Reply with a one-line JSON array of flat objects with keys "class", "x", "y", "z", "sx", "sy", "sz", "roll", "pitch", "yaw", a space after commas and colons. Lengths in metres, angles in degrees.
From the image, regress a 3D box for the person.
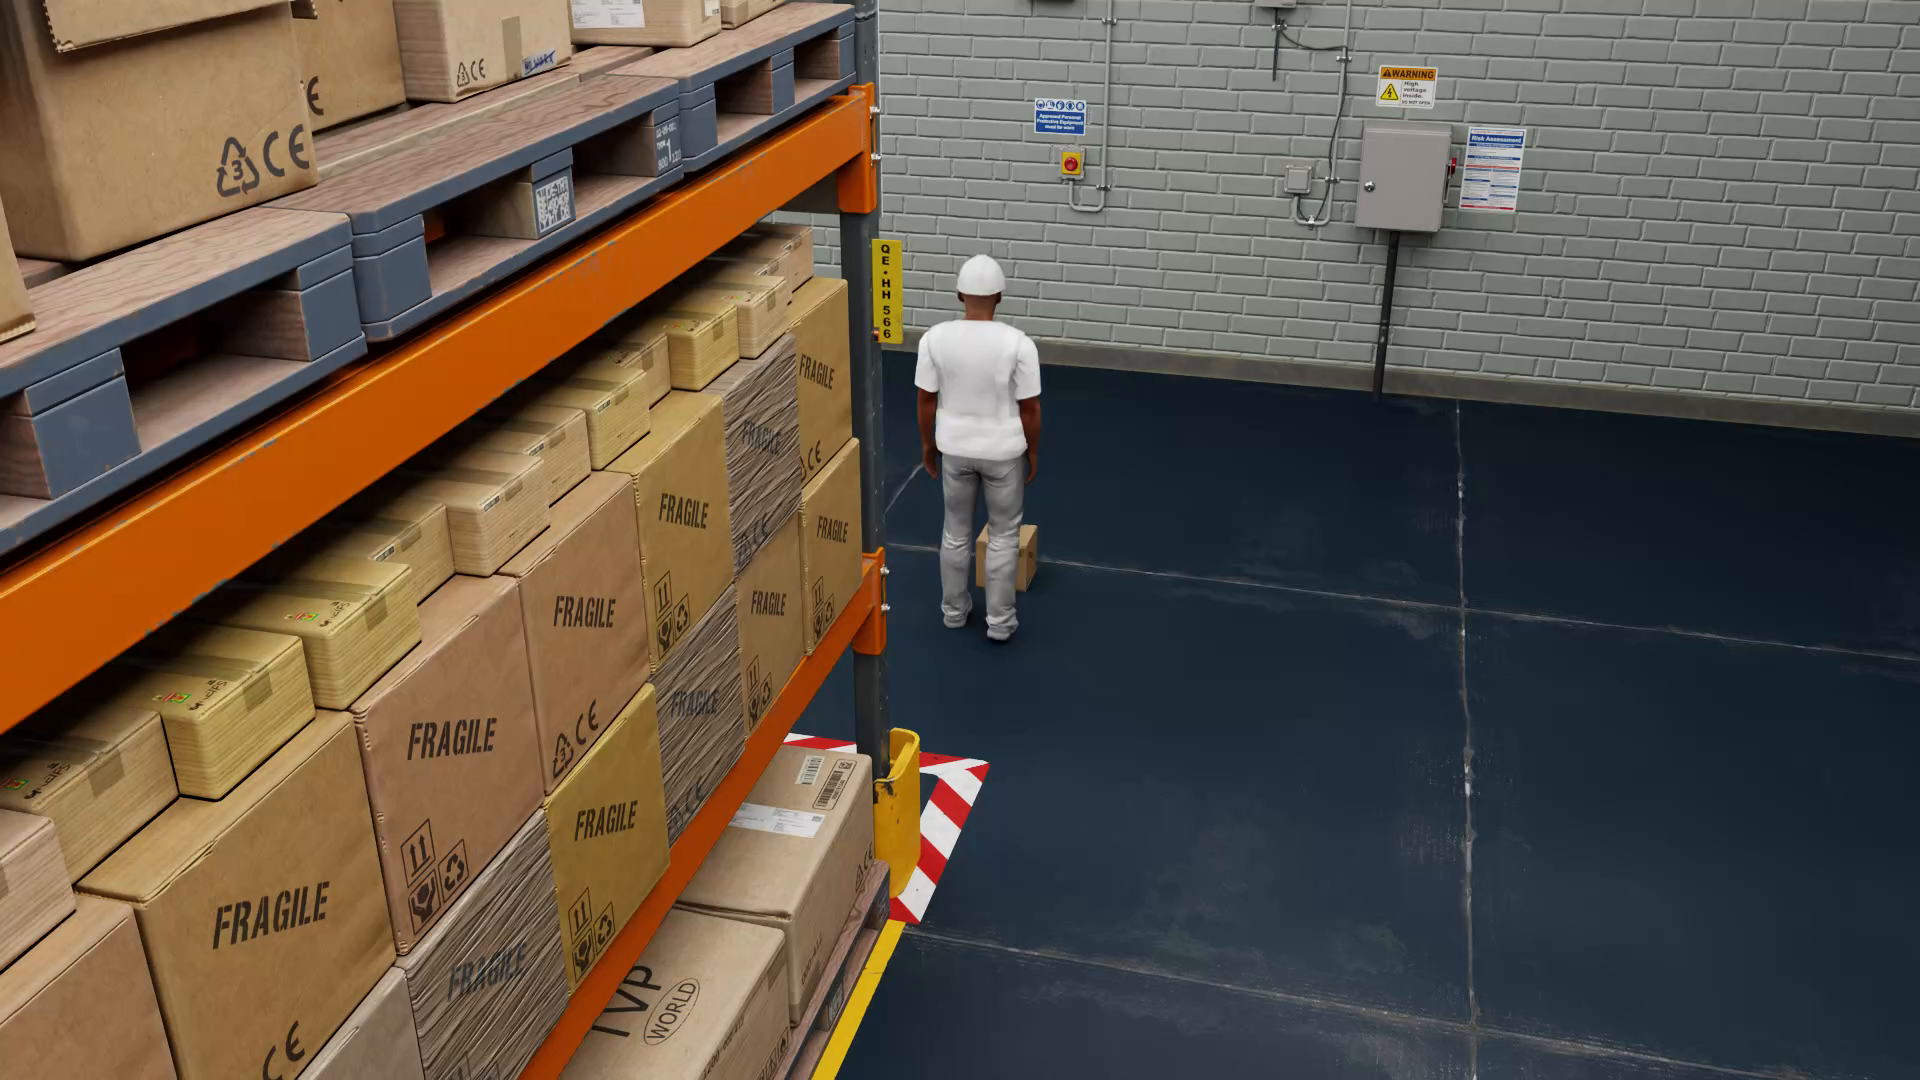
[{"class": "person", "x": 0.091, "y": -0.399, "z": 7.457, "sx": 0.566, "sy": 1.798, "sz": 0.402, "roll": 7, "pitch": 26, "yaw": 14}]
